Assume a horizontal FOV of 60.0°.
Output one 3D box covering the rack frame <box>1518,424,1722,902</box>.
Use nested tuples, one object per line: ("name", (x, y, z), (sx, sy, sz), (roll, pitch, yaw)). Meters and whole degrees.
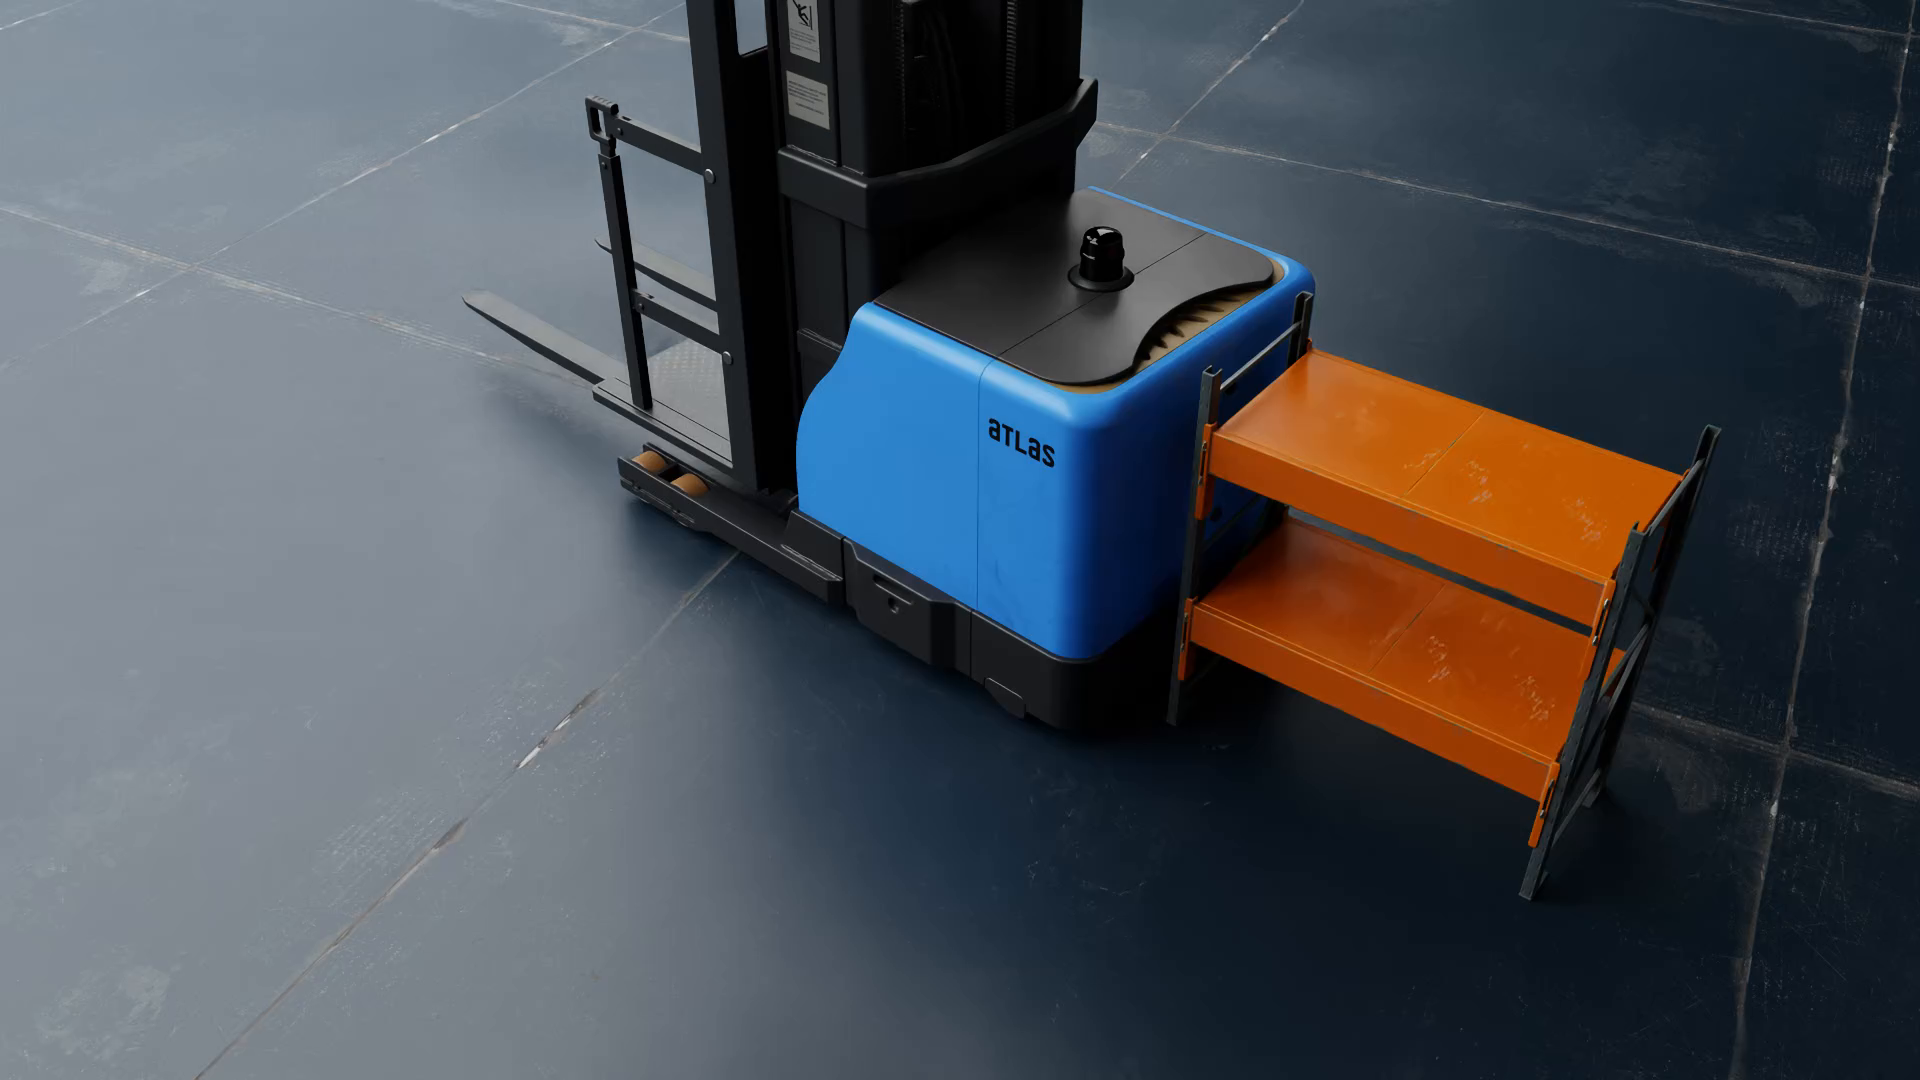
("rack frame", (1.540, 0.314, 3.906), (0.032, 1.125, 0.500), (25, 44, 29))

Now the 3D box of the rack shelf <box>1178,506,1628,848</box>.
("rack shelf", (1.136, 0.322, 4.300), (1.000, 0.278, 0.538), (25, 44, 29))

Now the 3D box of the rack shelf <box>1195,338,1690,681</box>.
("rack shelf", (1.136, -0.106, 3.976), (1.000, 0.278, 0.538), (25, 44, 29))

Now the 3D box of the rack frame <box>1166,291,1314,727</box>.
("rack frame", (0.733, -0.060, 4.399), (0.032, 1.125, 0.500), (25, 44, 29))

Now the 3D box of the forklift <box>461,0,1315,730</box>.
("forklift", (-0.466, -1.420, 4.696), (3.031, 2.935, 1.130), (28, 46, 32))

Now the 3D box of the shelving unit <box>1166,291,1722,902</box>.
("shelving unit", (1.136, 0.127, 4.152), (1.048, 1.125, 0.538), (25, 44, 29))
